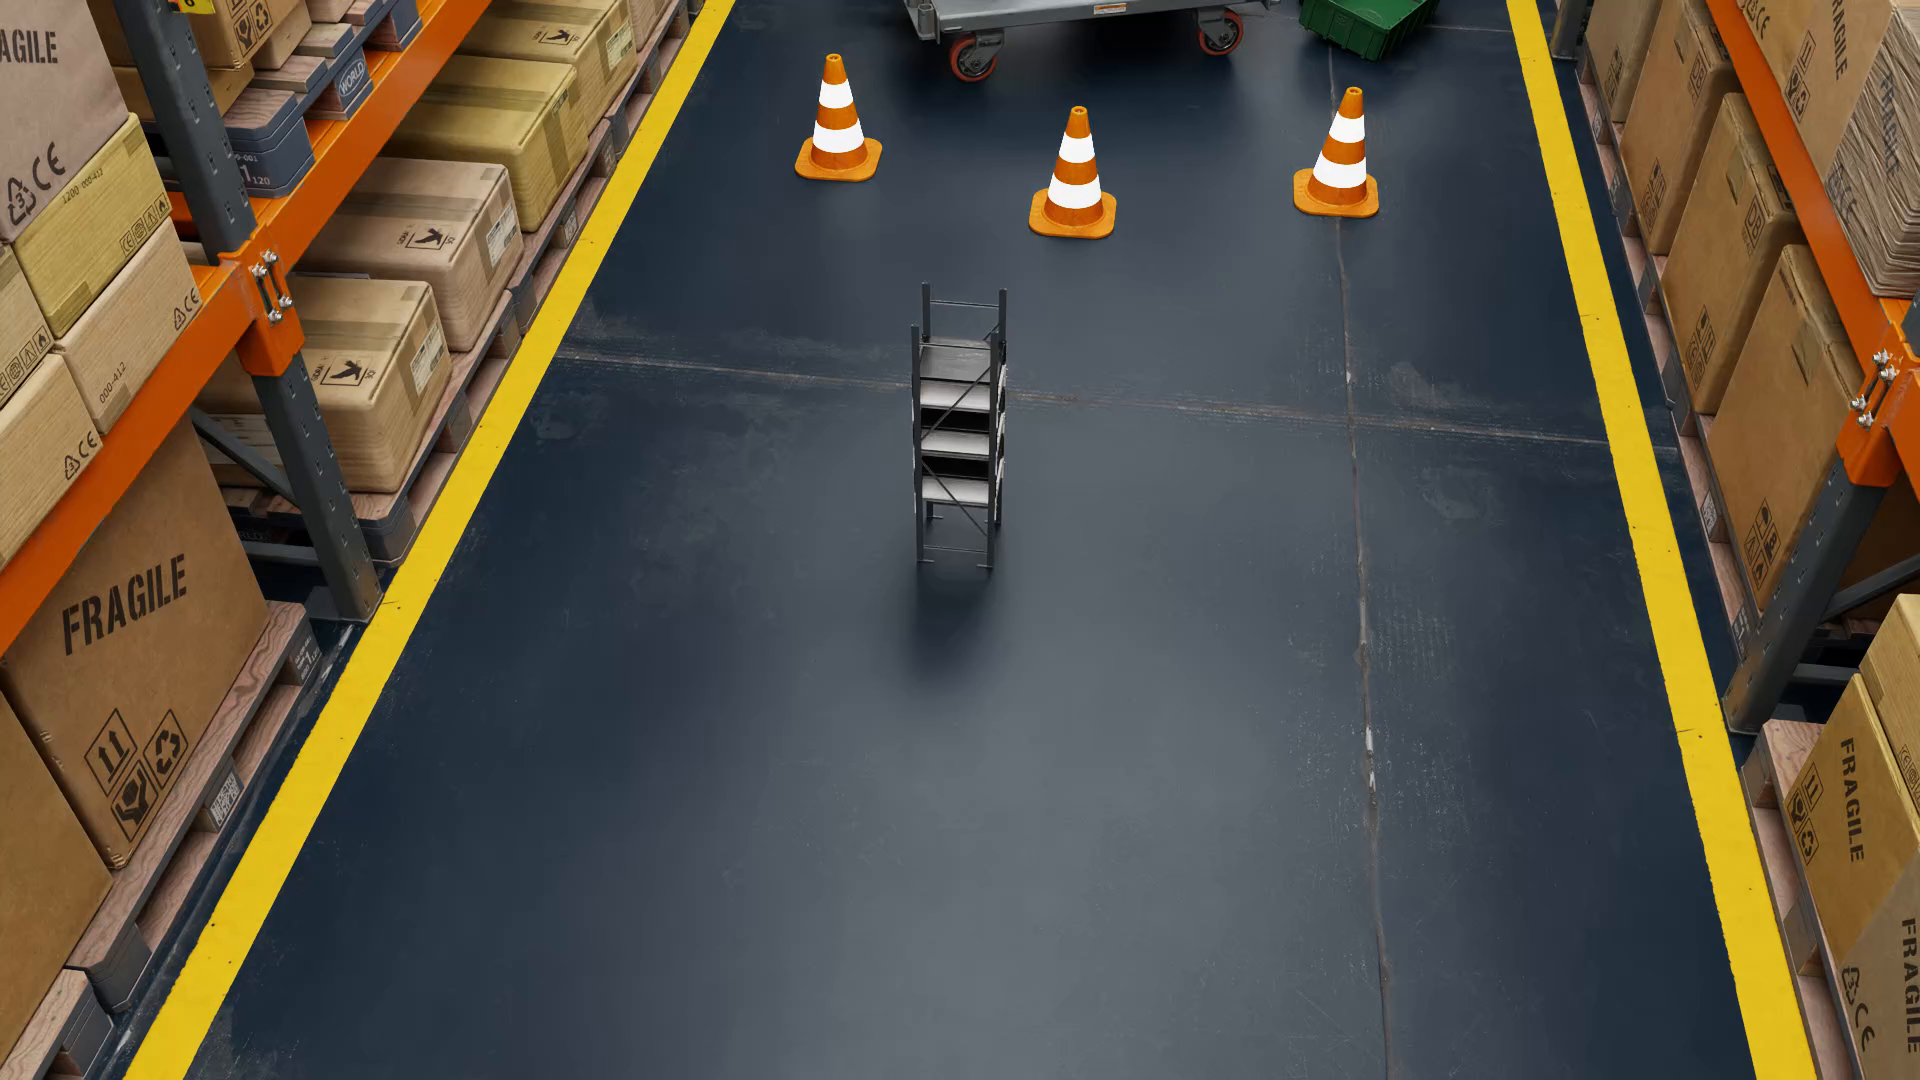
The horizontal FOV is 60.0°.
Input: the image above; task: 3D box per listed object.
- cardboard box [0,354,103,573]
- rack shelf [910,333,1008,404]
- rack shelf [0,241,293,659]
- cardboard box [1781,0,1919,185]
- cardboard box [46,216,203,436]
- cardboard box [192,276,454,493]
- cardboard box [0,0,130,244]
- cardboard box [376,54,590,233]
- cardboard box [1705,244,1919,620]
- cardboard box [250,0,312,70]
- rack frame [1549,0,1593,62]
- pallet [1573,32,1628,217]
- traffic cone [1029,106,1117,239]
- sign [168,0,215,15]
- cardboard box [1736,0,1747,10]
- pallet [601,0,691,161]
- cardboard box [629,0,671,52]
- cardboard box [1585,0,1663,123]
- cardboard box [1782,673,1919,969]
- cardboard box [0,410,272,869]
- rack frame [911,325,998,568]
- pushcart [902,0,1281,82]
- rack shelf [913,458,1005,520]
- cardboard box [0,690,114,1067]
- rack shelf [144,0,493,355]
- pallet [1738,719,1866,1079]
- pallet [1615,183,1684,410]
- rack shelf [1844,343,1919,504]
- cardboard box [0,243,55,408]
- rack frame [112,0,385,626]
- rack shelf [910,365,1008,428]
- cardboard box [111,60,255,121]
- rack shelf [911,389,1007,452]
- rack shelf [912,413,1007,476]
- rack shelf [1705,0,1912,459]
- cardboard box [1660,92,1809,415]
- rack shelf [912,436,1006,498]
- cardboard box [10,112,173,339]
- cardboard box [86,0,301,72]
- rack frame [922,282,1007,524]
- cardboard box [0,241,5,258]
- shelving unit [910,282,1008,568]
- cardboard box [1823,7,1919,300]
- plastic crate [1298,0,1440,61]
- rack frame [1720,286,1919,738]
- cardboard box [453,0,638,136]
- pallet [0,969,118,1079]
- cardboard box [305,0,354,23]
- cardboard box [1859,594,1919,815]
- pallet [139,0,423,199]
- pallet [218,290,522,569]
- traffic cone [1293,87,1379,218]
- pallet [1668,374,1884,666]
[{"bbox_3d":[-2.118,-0.148,3.333,0.500,0.250,0.500,6,44,6],"label":"cardboard box"},{"bbox_3d":[-0.001,-0.493,4.772,0.258,0.077,0.200,5,44,6],"label":"rack shelf"},{"bbox_3d":[-2.521,0.704,2.848,1.077,0.370,4.000,5,44,6],"label":"rack shelf"},{"bbox_3d":[2.524,-1.246,4.312,0.500,0.500,0.500,5,44,6],"label":"cardboard box"},{"bbox_3d":[-2.066,-0.497,3.702,0.500,0.250,0.500,4,44,4],"label":"cardboard box"},{"bbox_3d":[-2.172,-0.502,5.205,0.950,0.372,0.625,3,43,3],"label":"cardboard box"},{"bbox_3d":[-2.066,-0.943,3.264,0.500,0.500,0.500,4,44,4],"label":"cardboard box"},{"bbox_3d":[-1.976,-1.522,6.282,0.950,0.372,0.625,7,44,7],"label":"cardboard box"},{"bbox_3d":[2.833,-0.281,4.696,1.050,0.750,0.750,5,44,5],"label":"cardboard box"},{"bbox_3d":[-1.959,-1.375,4.398,0.380,0.149,0.250,3,44,3],"label":"cardboard box"},{"bbox_3d":[3.192,-3.265,6.516,1.000,3.000,0.127,5,44,6],"label":"rack frame"},{"bbox_3d":[3.165,-1.720,6.913,1.003,0.211,1.213,5,44,6],"label":"pallet"},{"bbox_3d":[0.449,-1.464,6.459,0.336,0.463,0.334,5,44,6],"label":"traffic cone"},{"bbox_3d":[-1.706,-1.292,3.591,0.100,0.325,0.005,5,44,6],"label":"sign"},{"bbox_3d":[2.654,-1.937,5.041,0.500,0.500,0.500,6,44,6],"label":"cardboard box"},{"bbox_3d":[-1.829,-2.103,7.317,1.003,0.211,1.213,5,44,6],"label":"pallet"},{"bbox_3d":[-1.795,-2.487,7.300,0.950,0.372,0.625,6,44,6],"label":"cardboard box"},{"bbox_3d":[3.199,-2.169,6.690,1.050,0.750,0.750,5,44,5],"label":"cardboard box"},{"bbox_3d":[2.317,0.675,3.868,0.500,0.500,0.500,4,44,4],"label":"cardboard box"},{"bbox_3d":[-2.430,0.162,4.137,0.875,0.875,0.875,5,44,5],"label":"cardboard box"},{"bbox_3d":[-0.015,-0.252,4.862,0.240,0.900,0.006,5,44,6],"label":"rack frame"},{"bbox_3d":[0.539,-2.521,7.638,1.648,0.377,0.936,-9,44,-9],"label":"pushcart"},{"bbox_3d":[-0.001,-0.166,5.081,0.258,0.077,0.200,5,44,6],"label":"rack shelf"},{"bbox_3d":[-2.552,0.770,3.495,0.875,0.875,0.875,6,44,6],"label":"cardboard box"},{"bbox_3d":[-1.992,-2.022,5.727,1.077,0.370,4.000,5,44,6],"label":"rack shelf"},{"bbox_3d":[2.559,1.006,4.034,1.003,0.211,1.213,5,44,6],"label":"pallet"},{"bbox_3d":[3.006,-0.886,6.032,1.003,0.211,1.213,5,44,6],"label":"pallet"},{"bbox_3d":[2.399,1.085,2.445,1.077,0.370,4.000,5,44,6],"label":"rack shelf"},{"bbox_3d":[-2.133,-0.344,3.177,0.500,0.250,0.500,4,44,4],"label":"cardboard box"},{"bbox_3d":[-2.256,-0.920,4.040,1.000,3.000,0.127,5,44,6],"label":"rack frame"},{"bbox_3d":[-0.001,-0.428,4.834,0.258,0.077,0.200,5,44,6],"label":"rack shelf"},{"bbox_3d":[-2.029,-1.186,4.198,0.380,0.149,0.250,3,44,3],"label":"cardboard box"},{"bbox_3d":[-0.001,-0.362,4.896,0.258,0.077,0.200,5,44,6],"label":"rack shelf"},{"bbox_3d":[-0.001,-0.297,4.958,0.258,0.077,0.200,5,44,6],"label":"rack shelf"},{"bbox_3d":[2.928,-1.641,5.324,1.077,0.370,4.000,5,44,6],"label":"rack shelf"},{"bbox_3d":[2.945,-0.877,5.326,1.050,0.750,0.750,6,44,6],"label":"cardboard box"},{"bbox_3d":[-0.001,-0.232,5.020,0.258,0.077,0.200,5,44,6],"label":"rack shelf"},{"bbox_3d":[-2.069,-0.694,3.546,0.500,0.250,0.500,5,44,5],"label":"cardboard box"},{"bbox_3d":[-1.968,-1.502,4.060,0.500,0.500,0.500,4,44,4],"label":"cardboard box"},{"bbox_3d":[0.012,-0.391,5.008,0.240,0.900,0.006,5,44,6],"label":"rack frame"},{"bbox_3d":[-2.125,-0.593,2.894,0.500,0.500,0.500,6,44,6],"label":"cardboard box"},{"bbox_3d":[-0.001,-0.321,4.935,0.258,0.900,0.210,5,44,6],"label":"shelving unit"},{"bbox_3d":[2.457,-0.906,3.953,0.500,0.500,0.500,5,44,6],"label":"cardboard box"},{"bbox_3d":[1.917,-2.502,7.714,0.450,0.188,0.662,35,53,18],"label":"plastic crate"},{"bbox_3d":[2.663,-0.539,3.637,1.000,3.000,0.127,5,44,6],"label":"rack frame"},{"bbox_3d":[-1.886,-1.996,6.782,0.950,0.372,0.625,8,44,8],"label":"cardboard box"},{"bbox_3d":[-2.599,1.452,3.563,1.003,0.211,1.213,5,44,6],"label":"pallet"},{"bbox_3d":[-1.877,-1.558,4.591,0.380,0.149,0.250,3,44,3],"label":"cardboard box"},{"bbox_3d":[2.332,0.392,3.622,0.500,0.250,0.500,3,44,4],"label":"cardboard box"},{"bbox_3d":[-2.268,-1.346,4.629,1.213,0.211,1.003,5,44,6],"label":"pallet"},{"bbox_3d":[-2.152,-0.440,5.561,1.003,0.211,1.213,5,44,6],"label":"pallet"},{"bbox_3d":[1.518,-1.567,6.568,0.336,0.463,0.334,5,44,6],"label":"traffic cone"},{"bbox_3d":[2.842,-0.057,5.156,1.003,0.211,1.213,5,44,6],"label":"pallet"}]
